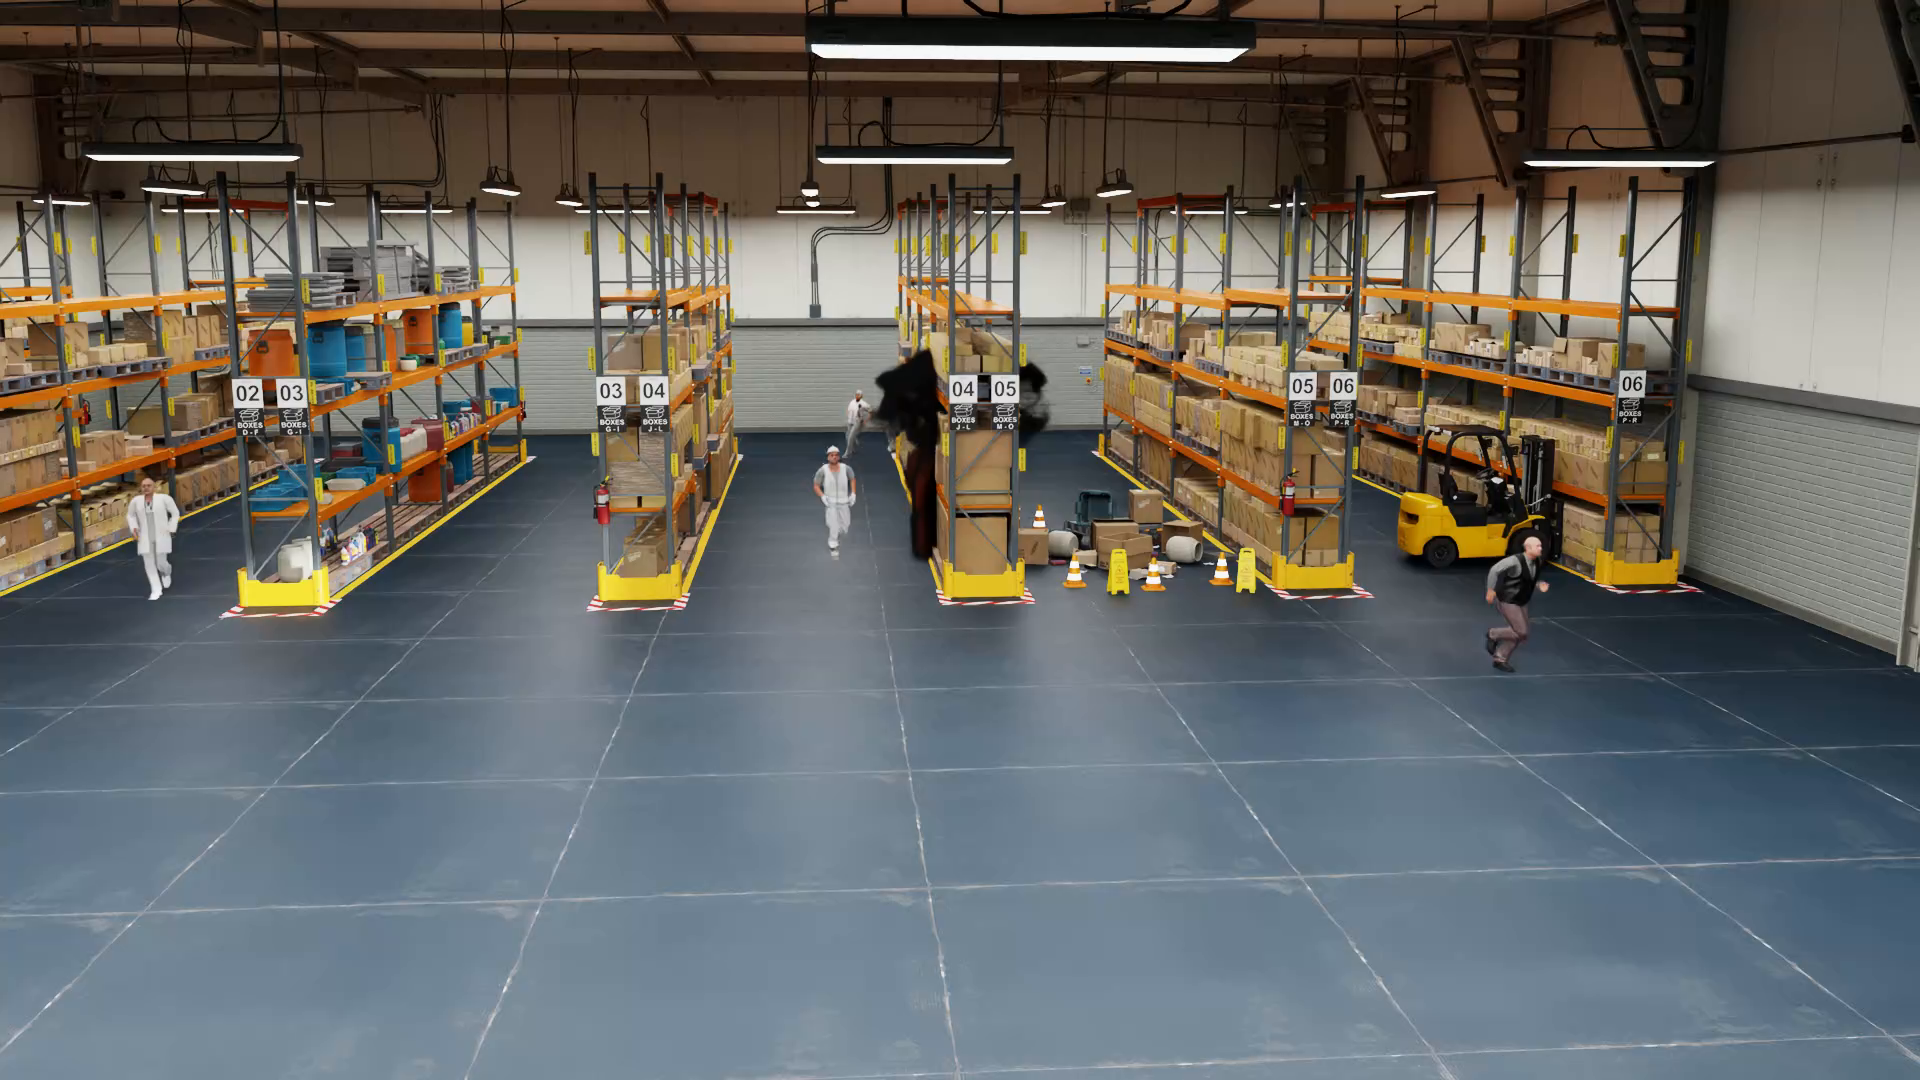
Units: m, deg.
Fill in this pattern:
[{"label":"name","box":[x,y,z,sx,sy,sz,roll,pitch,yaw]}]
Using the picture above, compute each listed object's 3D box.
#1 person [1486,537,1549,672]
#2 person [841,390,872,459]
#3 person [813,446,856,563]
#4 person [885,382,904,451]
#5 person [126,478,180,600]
[{"label":"person","box":[6.614,0.762,19.720,0.646,1.652,0.721,-8,13,-39]},{"label":"person","box":[-2.466,-2.780,39.803,0.668,1.616,0.804,6,12,30]},{"label":"person","box":[-1.882,-0.547,25.116,0.670,1.762,0.677,-3,10,-15]},{"label":"person","box":[-1.589,-3.087,41.116,0.577,1.665,0.702,8,13,39]},{"label":"person","box":[-11.584,-0.039,23.918,0.707,1.741,0.708,-3,10,-14]}]
